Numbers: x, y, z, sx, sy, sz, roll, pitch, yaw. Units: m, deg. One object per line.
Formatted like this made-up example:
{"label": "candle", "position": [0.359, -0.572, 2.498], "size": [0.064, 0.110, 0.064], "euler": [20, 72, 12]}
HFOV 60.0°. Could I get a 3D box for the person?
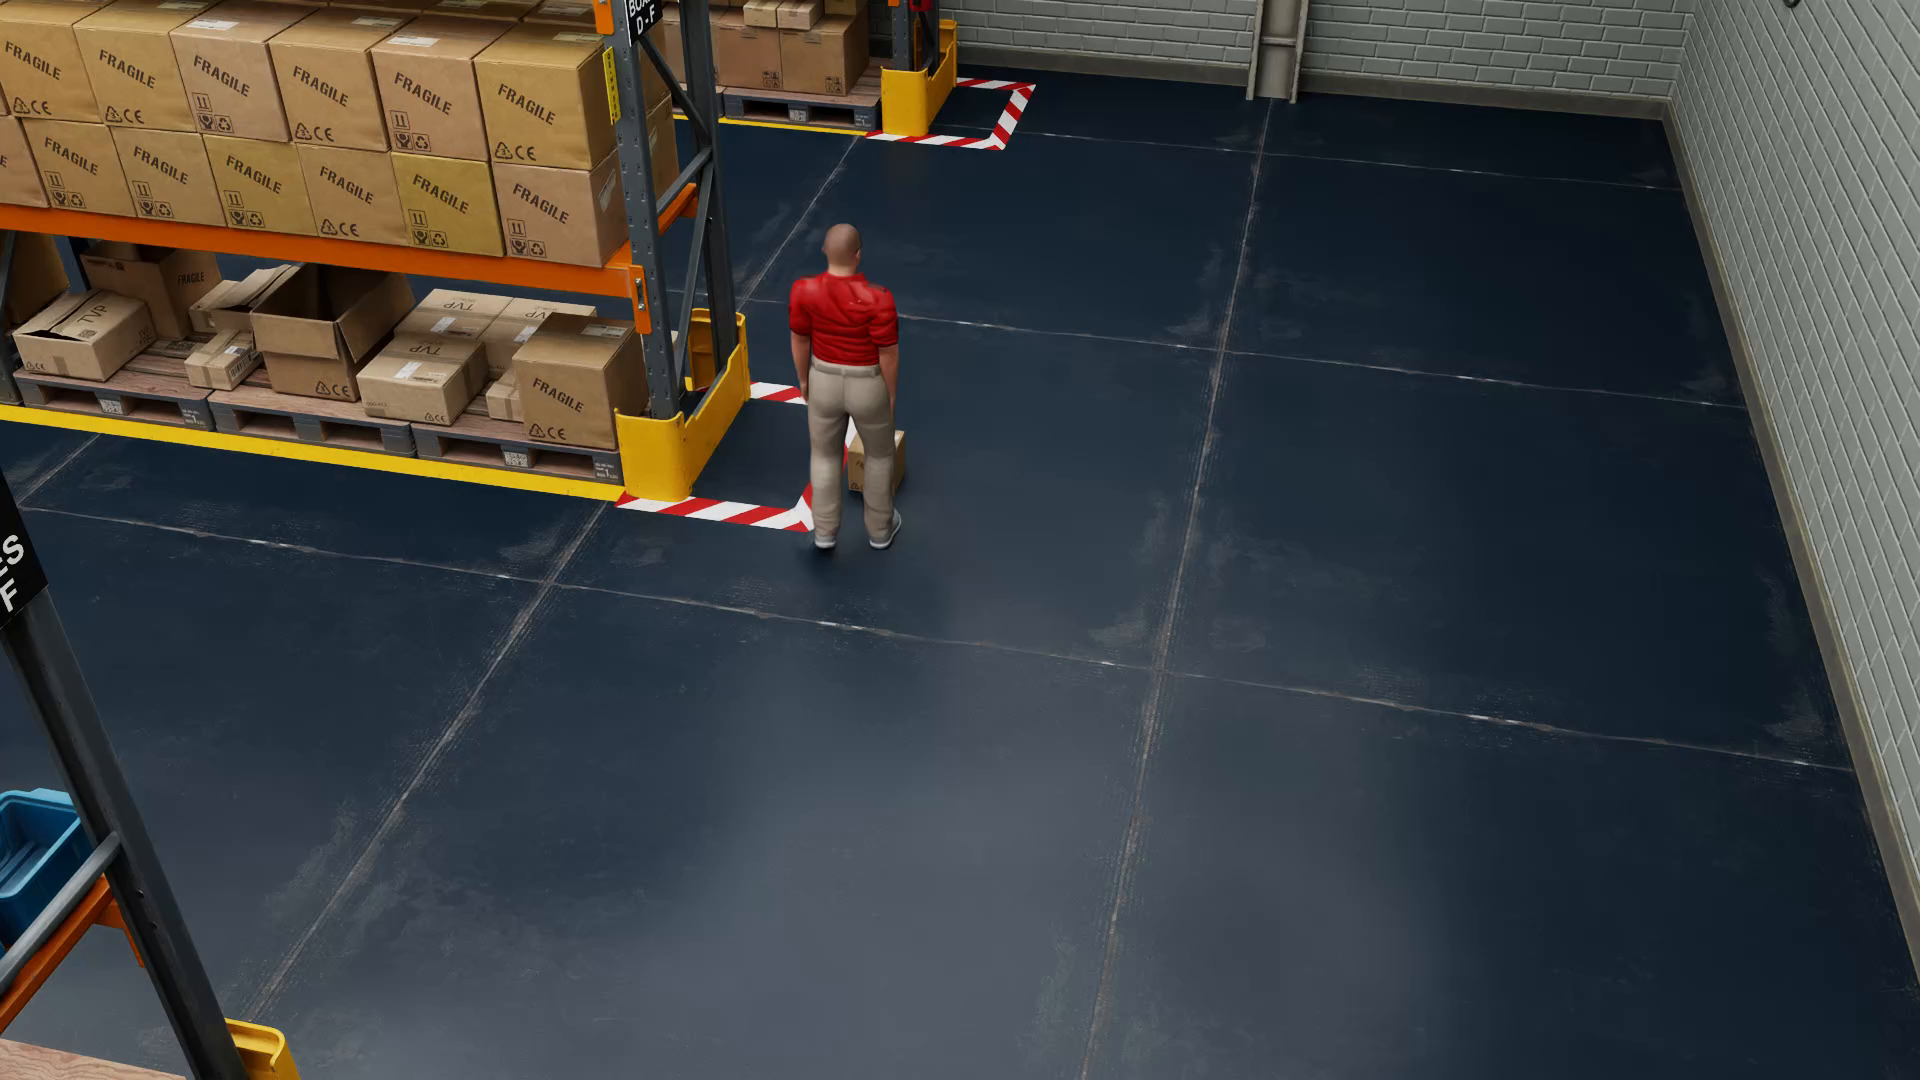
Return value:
{"label": "person", "position": [-0.532, -0.763, 7.957], "size": [0.530, 1.650, 0.375], "euler": [7, 37, 10]}
